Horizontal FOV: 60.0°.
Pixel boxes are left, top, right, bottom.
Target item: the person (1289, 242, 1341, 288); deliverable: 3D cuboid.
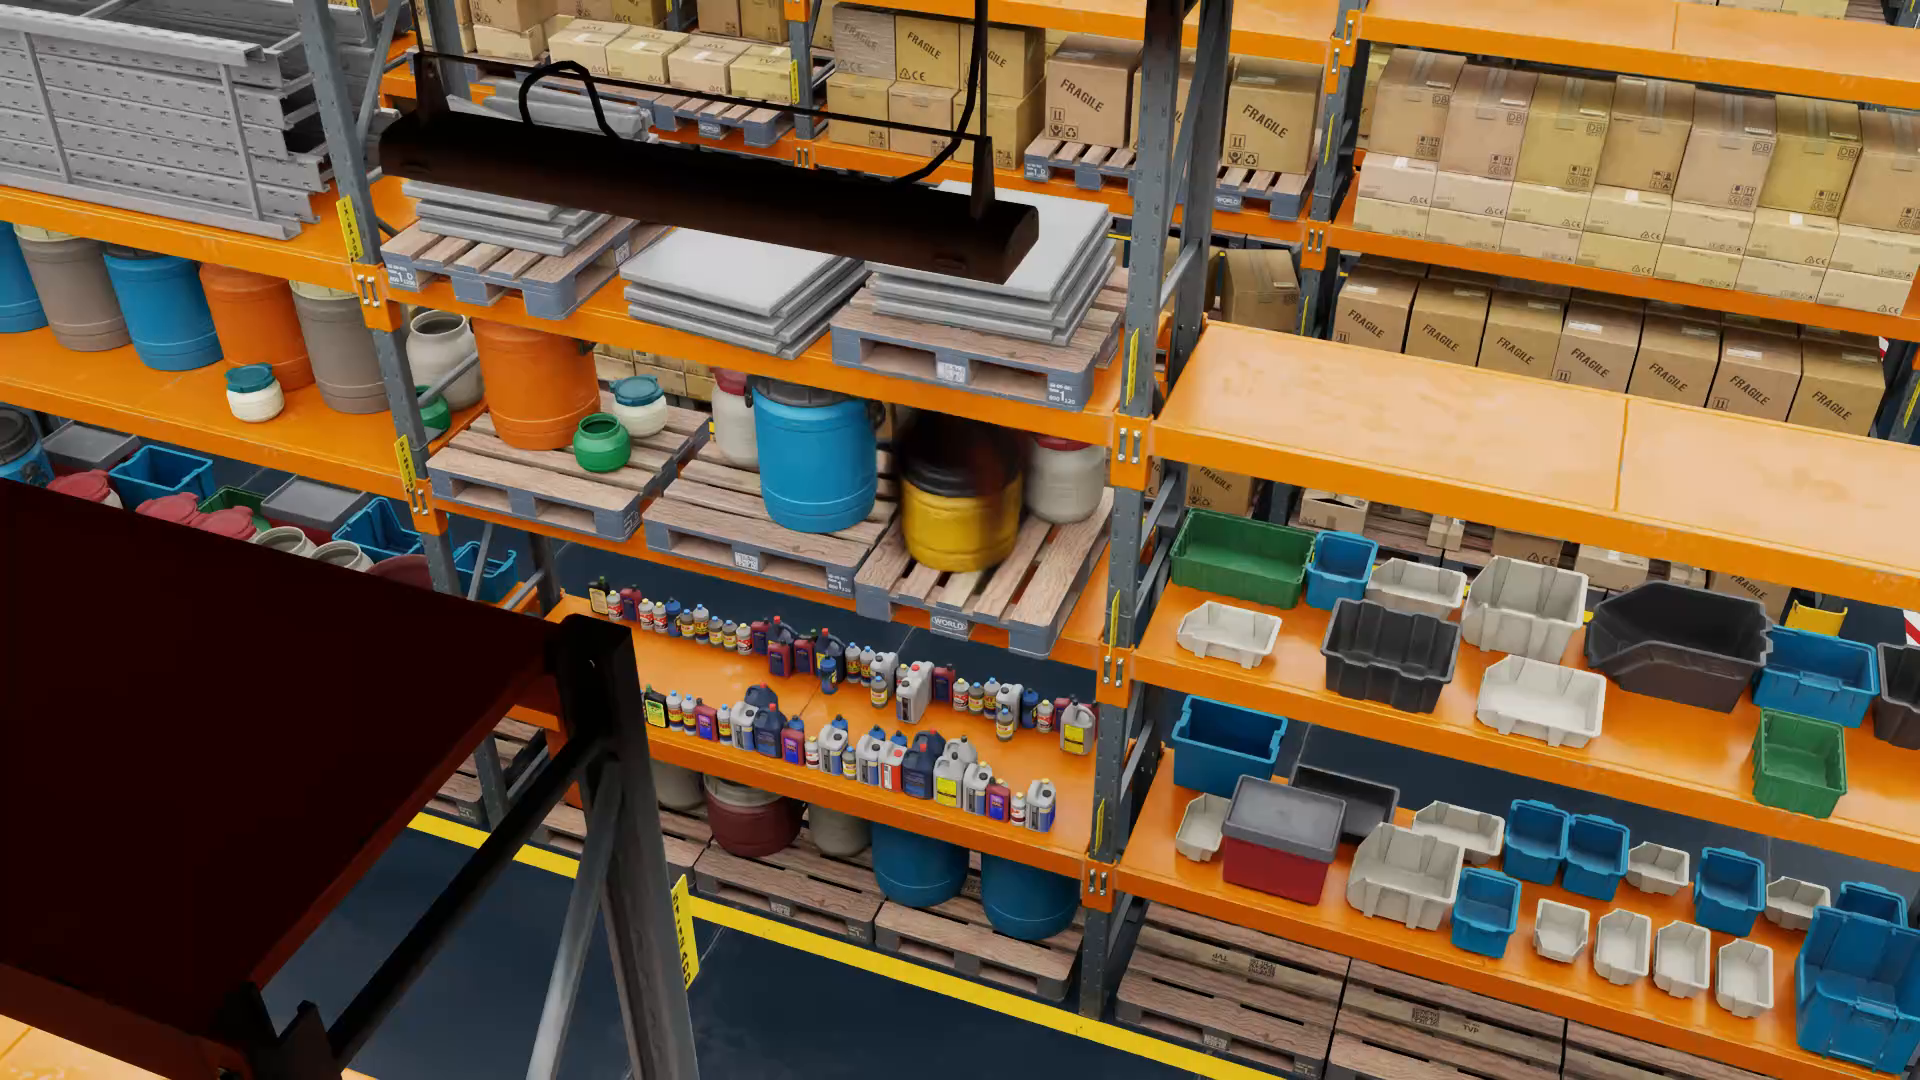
[{"bbox_3d":[2.951,-2.023,14.704,0.483,1.729,0.700,-20,41,-25],"label":"person"}]
